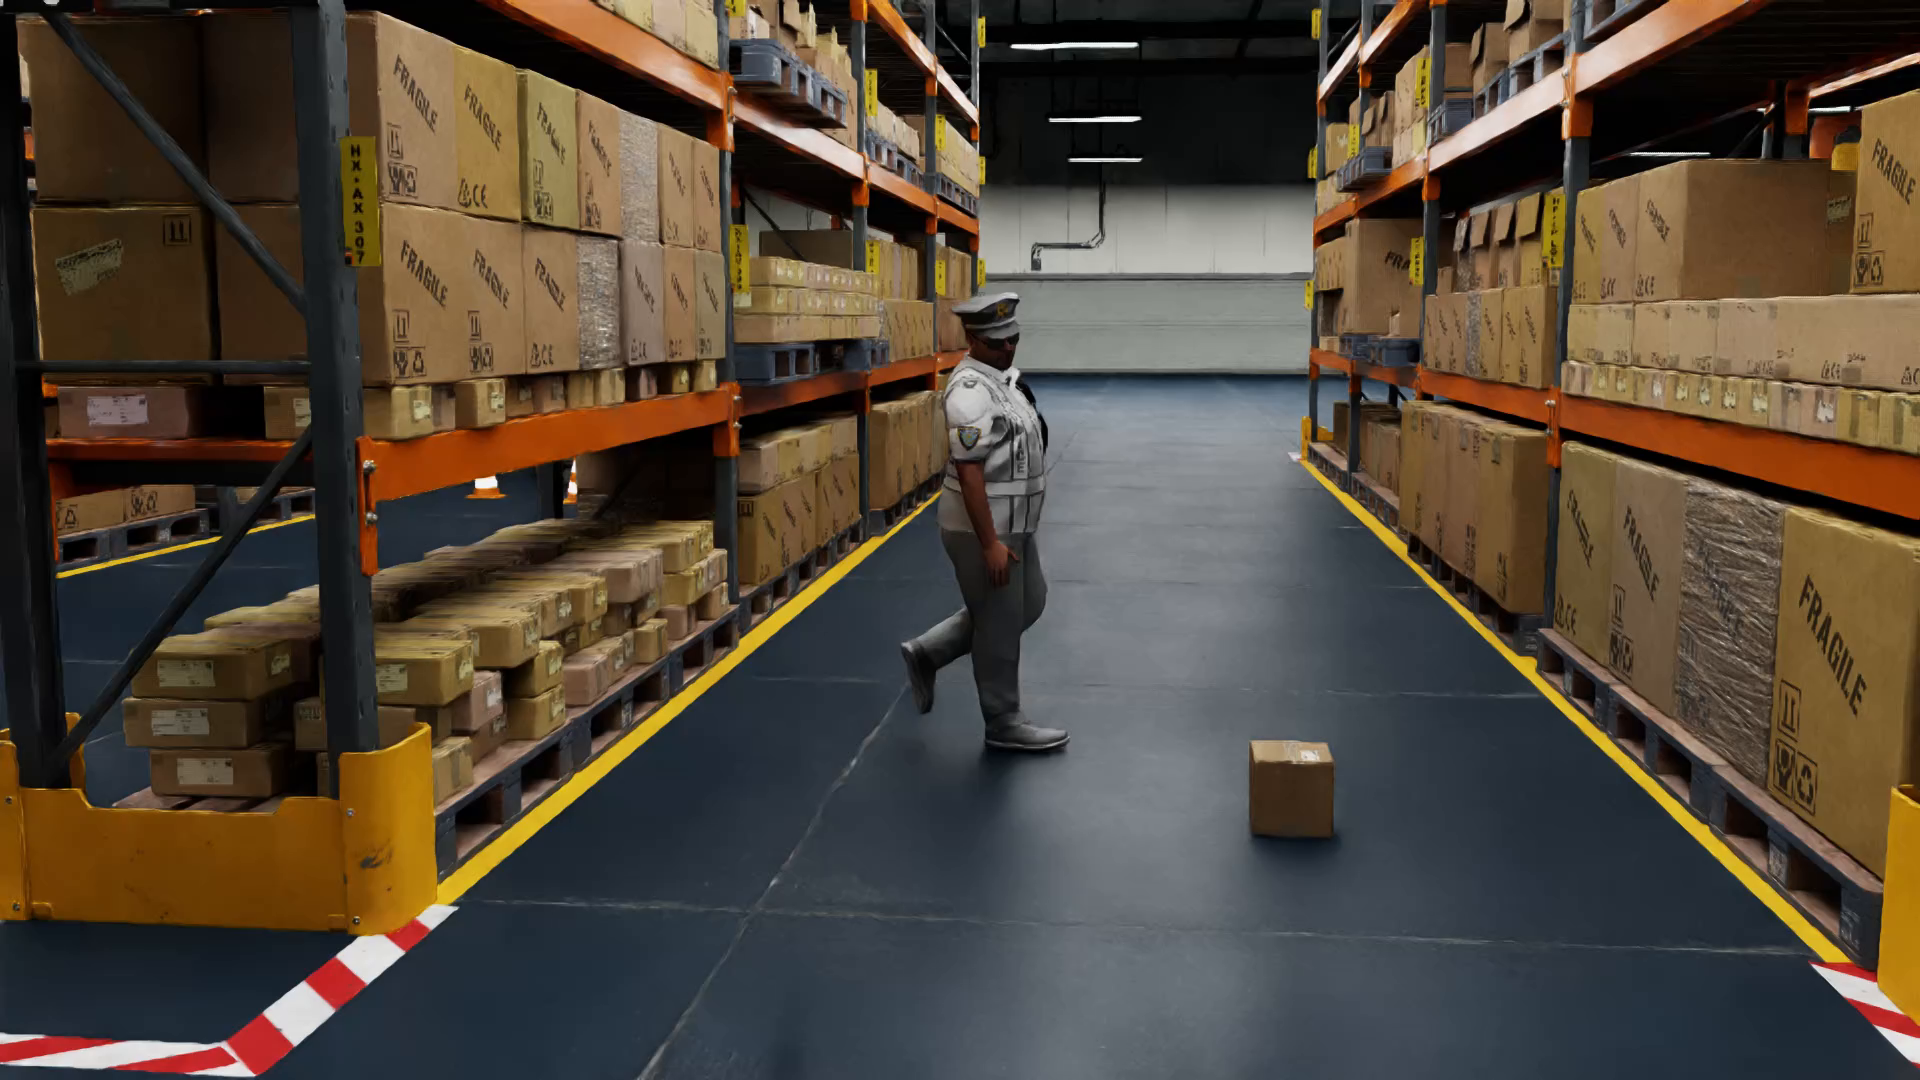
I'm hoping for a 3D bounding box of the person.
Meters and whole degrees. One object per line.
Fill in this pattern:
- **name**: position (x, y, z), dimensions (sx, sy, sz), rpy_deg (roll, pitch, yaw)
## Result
- **person**: position (0.081, -0.050, 6.180), dimensions (0.649, 1.717, 0.630), rpy_deg (1, 8, 8)
